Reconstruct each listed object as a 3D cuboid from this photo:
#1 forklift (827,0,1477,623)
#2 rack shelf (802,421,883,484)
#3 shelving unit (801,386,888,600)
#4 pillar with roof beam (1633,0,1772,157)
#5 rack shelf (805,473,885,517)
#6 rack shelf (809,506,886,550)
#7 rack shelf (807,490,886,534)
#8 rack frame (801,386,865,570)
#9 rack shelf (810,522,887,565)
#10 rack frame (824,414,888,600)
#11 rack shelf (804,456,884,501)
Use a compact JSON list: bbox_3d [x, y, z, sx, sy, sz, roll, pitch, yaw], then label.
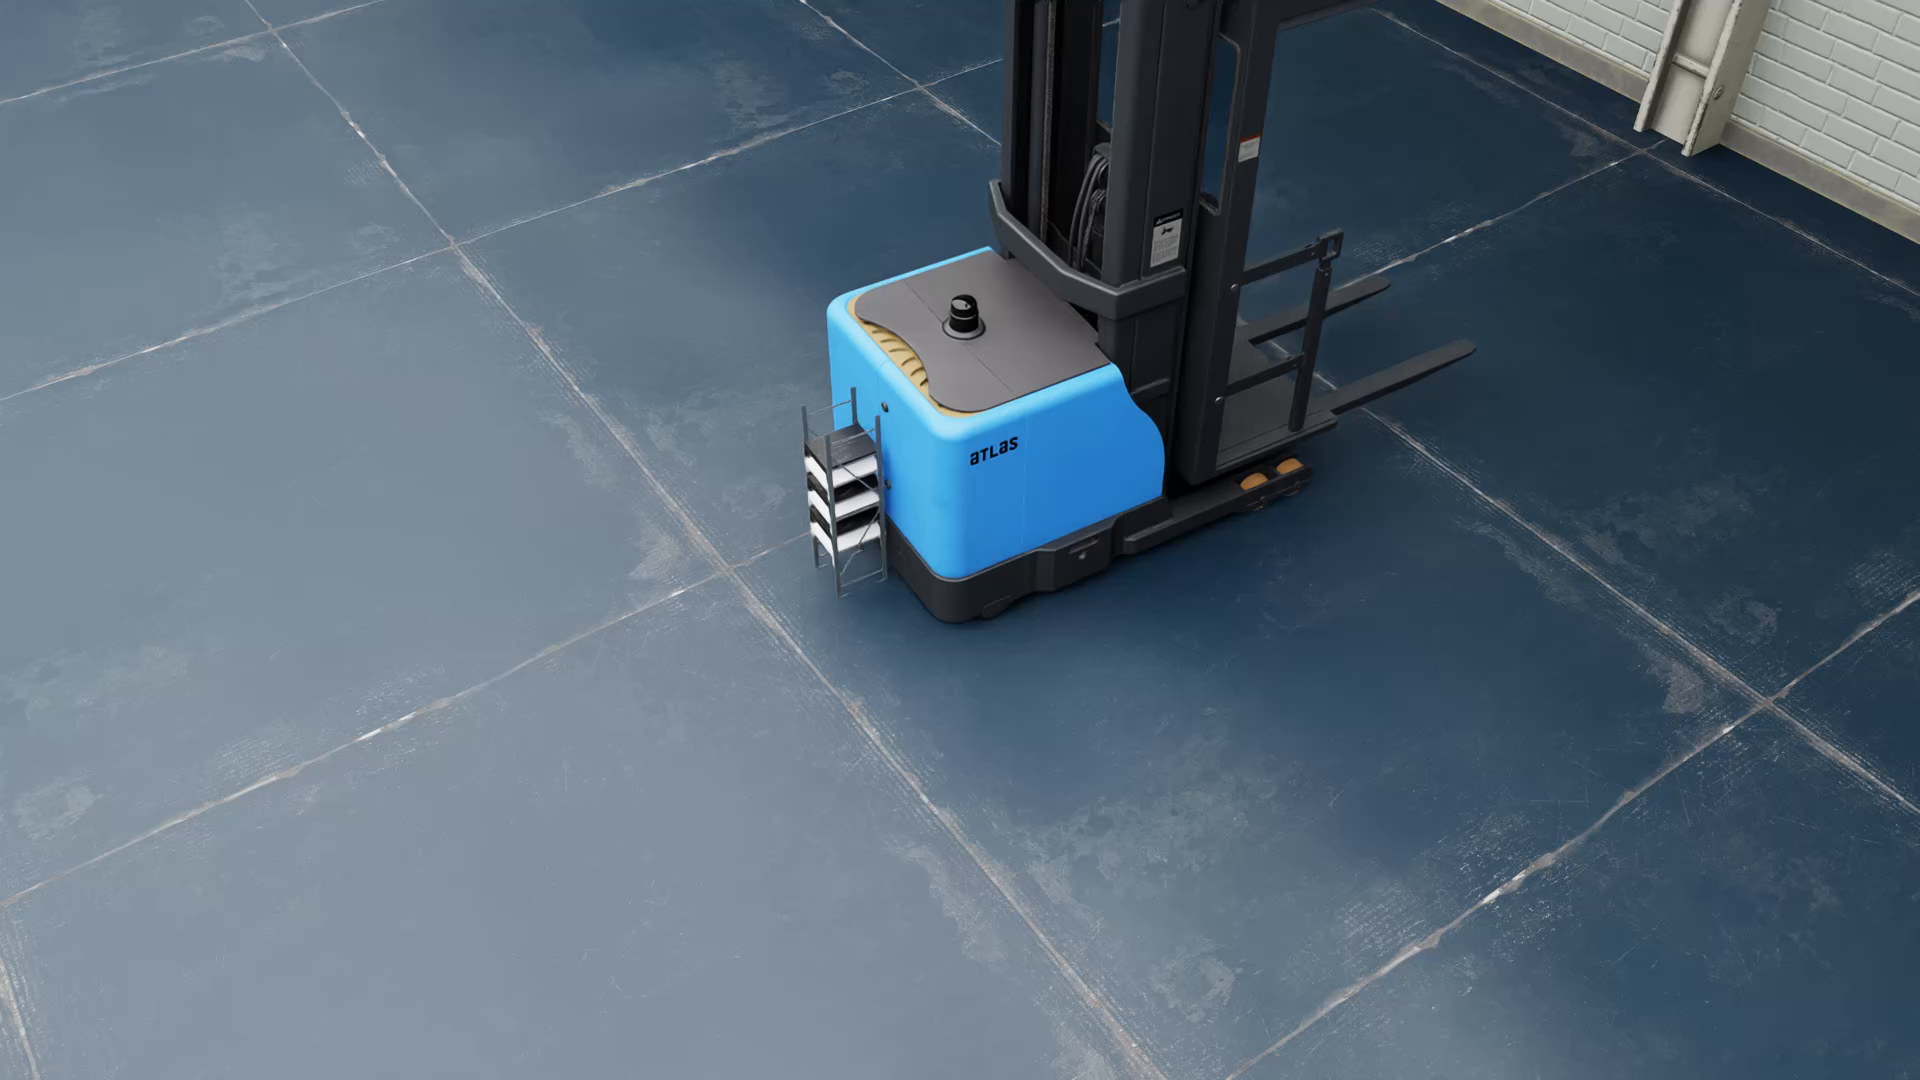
[{"bbox_3d":[0.979,-1.484,6.673,3.031,2.935,1.130,-22,48,-21],"label":"forklift"},{"bbox_3d":[-0.465,-0.351,6.613,0.258,0.077,0.200,-22,48,-21],"label":"rack shelf"},{"bbox_3d":[-0.465,-0.180,6.777,0.258,0.900,0.210,-22,48,-21],"label":"shelving unit"},{"bbox_3d":[0.664,-3.925,4.835,9.100,9.000,0.400,-26,49,-24],"label":"pillar with roof beam"},{"bbox_3d":[-0.465,-0.221,6.738,0.258,0.077,0.200,-22,48,-21],"label":"rack shelf"},{"bbox_3d":[-0.465,-0.091,6.862,0.258,0.077,0.200,-22,48,-21],"label":"rack shelf"},{"bbox_3d":[-0.465,-0.156,6.800,0.258,0.077,0.200,-22,48,-21],"label":"rack shelf"},{"bbox_3d":[-0.516,-0.240,6.840,0.240,0.900,0.006,-22,48,-21],"label":"rack frame"},{"bbox_3d":[-0.464,-0.025,6.924,0.258,0.077,0.200,-22,48,-21],"label":"rack shelf"},{"bbox_3d":[-0.414,-0.119,6.714,0.240,0.900,0.006,-22,48,-21],"label":"rack frame"},{"bbox_3d":[-0.465,-0.286,6.676,0.258,0.077,0.200,-22,48,-21],"label":"rack shelf"}]
